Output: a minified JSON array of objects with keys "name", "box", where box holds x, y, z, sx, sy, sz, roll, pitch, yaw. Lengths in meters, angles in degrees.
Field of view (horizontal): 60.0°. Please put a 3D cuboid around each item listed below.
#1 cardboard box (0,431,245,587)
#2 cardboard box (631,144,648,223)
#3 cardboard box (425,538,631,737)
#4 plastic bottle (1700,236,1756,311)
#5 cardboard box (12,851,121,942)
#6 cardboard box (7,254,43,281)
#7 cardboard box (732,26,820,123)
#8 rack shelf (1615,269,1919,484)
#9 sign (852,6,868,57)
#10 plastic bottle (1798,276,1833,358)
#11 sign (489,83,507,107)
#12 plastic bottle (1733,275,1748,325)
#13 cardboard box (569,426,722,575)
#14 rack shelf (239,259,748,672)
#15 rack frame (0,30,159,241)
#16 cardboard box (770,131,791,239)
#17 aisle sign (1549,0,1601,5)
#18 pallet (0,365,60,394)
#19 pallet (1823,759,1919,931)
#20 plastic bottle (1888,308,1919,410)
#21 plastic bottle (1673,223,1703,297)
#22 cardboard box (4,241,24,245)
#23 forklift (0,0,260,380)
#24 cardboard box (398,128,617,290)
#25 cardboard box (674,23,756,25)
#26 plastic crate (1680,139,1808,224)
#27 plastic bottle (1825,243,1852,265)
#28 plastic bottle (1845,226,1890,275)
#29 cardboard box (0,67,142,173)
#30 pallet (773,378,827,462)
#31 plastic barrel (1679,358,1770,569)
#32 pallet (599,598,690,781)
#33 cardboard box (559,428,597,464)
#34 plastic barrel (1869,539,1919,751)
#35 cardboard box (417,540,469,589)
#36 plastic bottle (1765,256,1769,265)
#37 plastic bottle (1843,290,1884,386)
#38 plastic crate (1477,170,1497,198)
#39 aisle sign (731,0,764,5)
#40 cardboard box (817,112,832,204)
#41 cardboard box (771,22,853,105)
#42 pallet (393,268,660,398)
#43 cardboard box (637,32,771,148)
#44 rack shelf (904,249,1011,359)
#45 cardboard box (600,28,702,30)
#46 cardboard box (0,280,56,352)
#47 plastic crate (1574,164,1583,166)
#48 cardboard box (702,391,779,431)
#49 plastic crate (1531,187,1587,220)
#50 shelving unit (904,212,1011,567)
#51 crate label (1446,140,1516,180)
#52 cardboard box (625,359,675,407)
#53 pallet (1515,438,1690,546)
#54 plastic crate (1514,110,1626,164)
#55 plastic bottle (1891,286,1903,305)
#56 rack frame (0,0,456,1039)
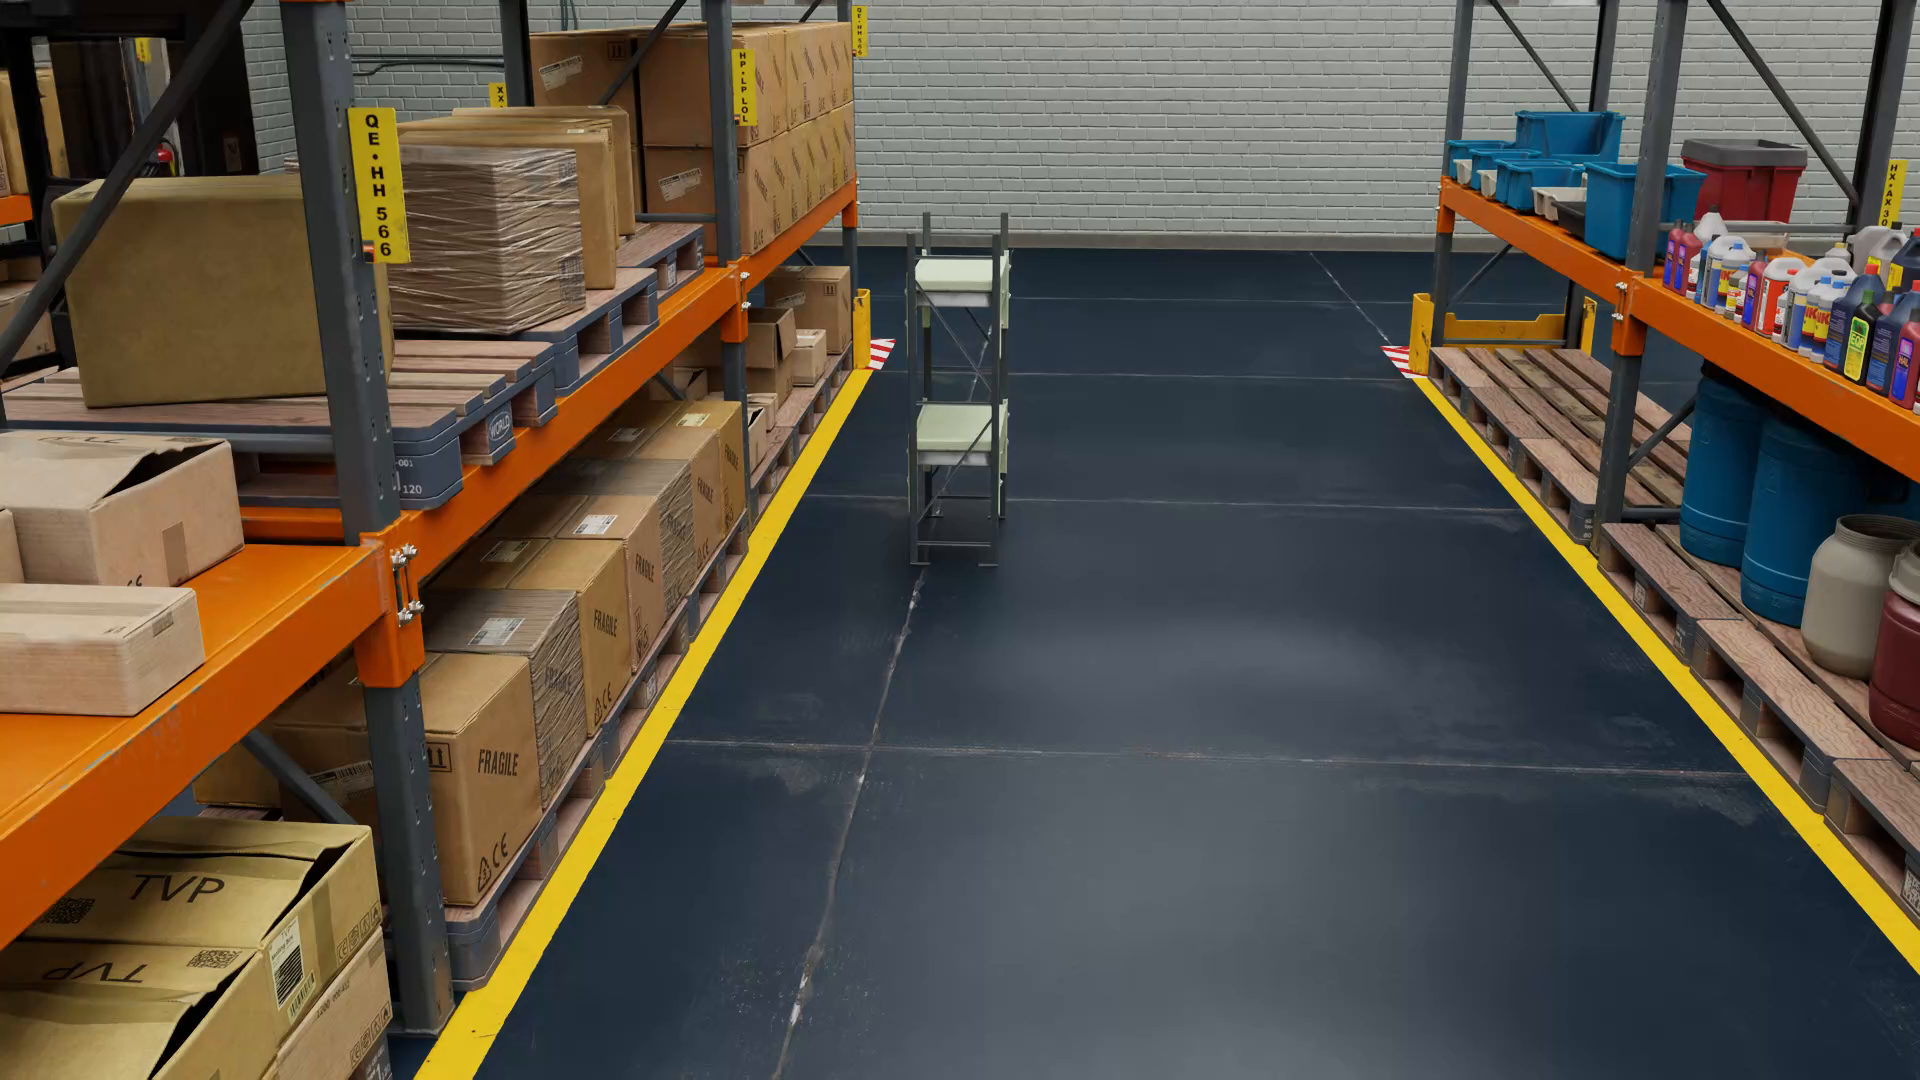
[{"name":"cardboard box","box":[-1.862,-0.061,3.434,0.500,0.311,0.500,2,18,7]},{"name":"cardboard box","box":[-1.725,-1.666,8.029,0.500,0.500,0.500,2,18,5]},{"name":"cardboard box","box":[-1.402,0.310,5.466,0.500,0.500,0.500,1,18,3]},{"name":"plastic bottle","box":[2.996,-1.038,6.472,0.152,0.276,0.135,1,18,4]},{"name":"cardboard box","box":[-2.123,0.782,3.561,0.500,0.311,0.500,2,18,6]},{"name":"cardboard box","box":[-5.955,-1.786,10.855,0.380,0.149,0.250,2,18,5]},{"name":"cardboard box","box":[-1.081,-2.600,9.276,0.500,0.500,0.500,2,18,6]},{"name":"rack shelf","box":[3.292,-0.383,5.429,1.077,0.370,4.000,1,18,4]},{"name":"sign","box":[-0.666,-3.382,11.059,0.100,0.325,0.005,1,18,4]},{"name":"plastic bottle","box":[2.903,-0.754,5.614,0.097,0.271,0.097,0,18,0]},{"name":"sign","box":[-2.047,-1.879,7.448,0.100,0.325,0.005,1,18,4]},{"name":"plastic bottle","box":[2.946,-0.906,6.191,0.097,0.201,0.097,0,18,0]},{"name":"cardboard box","box":[-1.299,-0.166,6.919,0.500,0.500,0.500,1,18,4]},{"name":"rack shelf","box":[-1.649,-0.494,5.770,1.077,0.370,4.000,1,18,4]},{"name":"rack frame","box":[-6.160,-2.809,11.679,1.000,3.000,0.127,1,18,4]},{"name":"cardboard box","box":[-1.163,-1.816,8.488,0.500,0.500,0.500,2,18,5]},{"name":"aisle sign","box":[4.019,-3.839,10.647,0.394,0.787,0.004,1,18,4]},{"name":"pallet","box":[-6.229,-0.856,10.197,1.003,0.211,1.213,1,18,4]},{"name":"pallet","box":[3.163,0.976,4.605,1.003,0.211,1.213,1,18,4]},{"name":"plastic bottle","box":[2.834,-0.538,4.935,0.061,0.283,0.133,1,18,4]},{"name":"plastic bottle","box":[2.974,-1.144,6.786,0.061,0.283,0.133,1,18,4]},{"name":"cardboard box","box":[-6.301,-1.953,11.363,0.380,0.149,0.250,1,18,4]},{"name":"forklift","box":[-4.071,-1.490,7.764,1.130,2.935,3.031,6,19,17]},{"name":"cardboard box","box":[-1.570,-1.154,5.794,0.700,0.500,0.500,-3,18,-10]},{"name":"cardboard box","box":[-1.543,-2.928,10.275,0.500,0.500,0.500,1,18,4]},{"name":"plastic crate","box":[3.749,-1.676,8.022,0.402,0.464,0.583,1,18,4]},{"name":"plastic bottle","box":[3.603,-1.119,6.839,0.097,0.201,0.097,0,18,0]},{"name":"plastic bottle","box":[3.729,-1.157,6.836,0.152,0.276,0.135,1,18,4]},{"name":"cardboard box","box":[-6.186,-2.793,11.148,0.980,0.700,0.700,2,18,6]},{"name":"pallet","box":[-1.370,-0.725,9.798,1.003,0.211,1.213,1,18,4]},{"name":"plastic barrel","box":[3.379,-0.379,6.959,0.600,0.901,0.708,1,18,4]},{"name":"pallet","box":[-1.611,0.501,6.055,1.003,0.211,1.213,1,18,4]},{"name":"cardboard box","box":[-1.810,-0.168,6.926,0.500,0.500,0.500,2,18,5]},{"name":"plastic barrel","box":[3.247,0.340,5.267,0.600,0.588,0.708,1,18,4]},{"name":"cardboard box","box":[-1.922,0.307,5.476,0.500,0.500,0.500,1,18,2]},{"name":"plastic bottle","box":[3.121,-1.005,6.493,0.097,0.201,0.097,0,18,0]},{"name":"plastic bottle","box":[2.856,-0.637,5.237,0.061,0.283,0.133,1,18,4]},{"name":"plastic crate","box":[3.222,-2.113,9.883,0.250,0.136,0.298,1,18,4]},{"name":"aisle sign","box":[-1.507,-3.963,11.025,0.394,0.787,0.004,1,18,4]},{"name":"cardboard box","box":[-1.054,-2.286,9.922,0.500,0.500,0.500,1,18,4]},{"name":"cardboard box","box":[-0.976,-3.078,10.733,0.500,0.500,0.500,1,18,3]},{"name":"pallet","box":[-1.657,-0.728,5.636,1.003,0.211,1.213,1,18,4]},{"name":"cardboard box","box":[-1.191,-2.120,7.810,0.500,0.500,0.500,2,18,5]},{"name":"rack shelf","box":[0.000,-1.081,7.562,0.431,0.370,0.720,1,18,4]},{"name":"cardboard box","box":[-1.657,-2.459,8.843,0.500,0.500,0.500,1,18,4]},{"name":"cardboard box","box":[-6.146,-1.446,10.858,0.700,0.500,0.500,1,18,4]},{"name":"plastic crate","box":[3.844,-2.234,10.250,0.396,0.136,0.243,1,18,4]},{"name":"cardboard box","box":[-1.207,-0.714,9.130,0.380,0.166,0.250,1,18,4]},{"name":"plastic crate","box":[3.260,-1.796,8.915,0.293,0.136,0.466,1,18,4]},{"name":"shelving unit","box":[0.000,-0.711,7.683,0.431,1.500,0.755,1,18,4]},{"name":"crate label","box":[3.376,-2.468,10.809,0.416,0.233,0.303,1,18,4]},{"name":"cardboard box","box":[-1.747,-0.662,8.434,0.500,0.500,0.500,1,18,4]},{"name":"pallet","box":[3.449,-0.250,8.346,1.003,0.211,1.213,1,18,4]},{"name":"plastic crate","box":[3.884,-2.525,10.659,0.616,0.435,0.499,1,18,4]},{"name":"plastic bottle","box":[3.033,-0.691,5.420,0.097,0.271,0.097,0,18,0]},{"name":"rack frame","box":[-1.792,-0.215,3.762,1.000,3.000,0.127,1,18,4]}]
